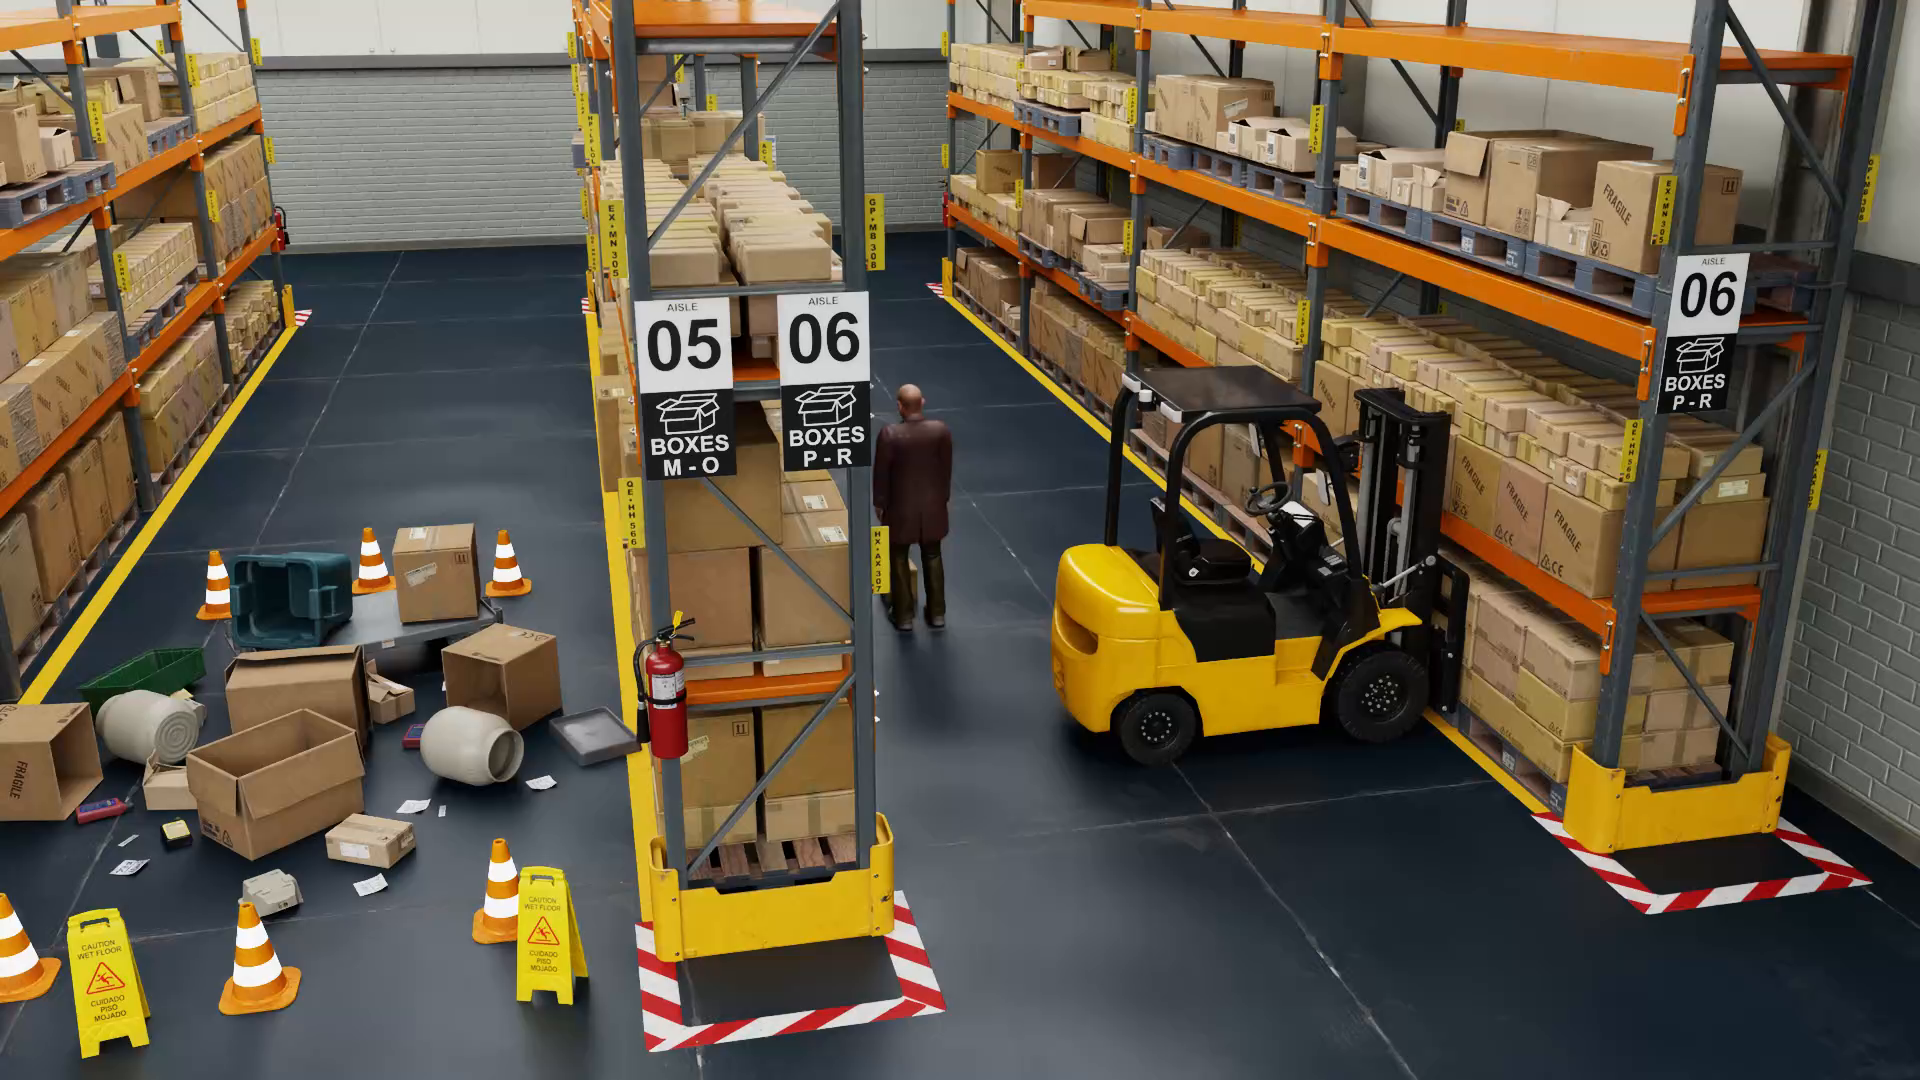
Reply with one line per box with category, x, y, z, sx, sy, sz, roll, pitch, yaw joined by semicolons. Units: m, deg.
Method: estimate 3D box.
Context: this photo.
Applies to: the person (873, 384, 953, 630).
person;-0.342;-0.237;11.805;0.569;1.761;0.381;-5;20;-15
